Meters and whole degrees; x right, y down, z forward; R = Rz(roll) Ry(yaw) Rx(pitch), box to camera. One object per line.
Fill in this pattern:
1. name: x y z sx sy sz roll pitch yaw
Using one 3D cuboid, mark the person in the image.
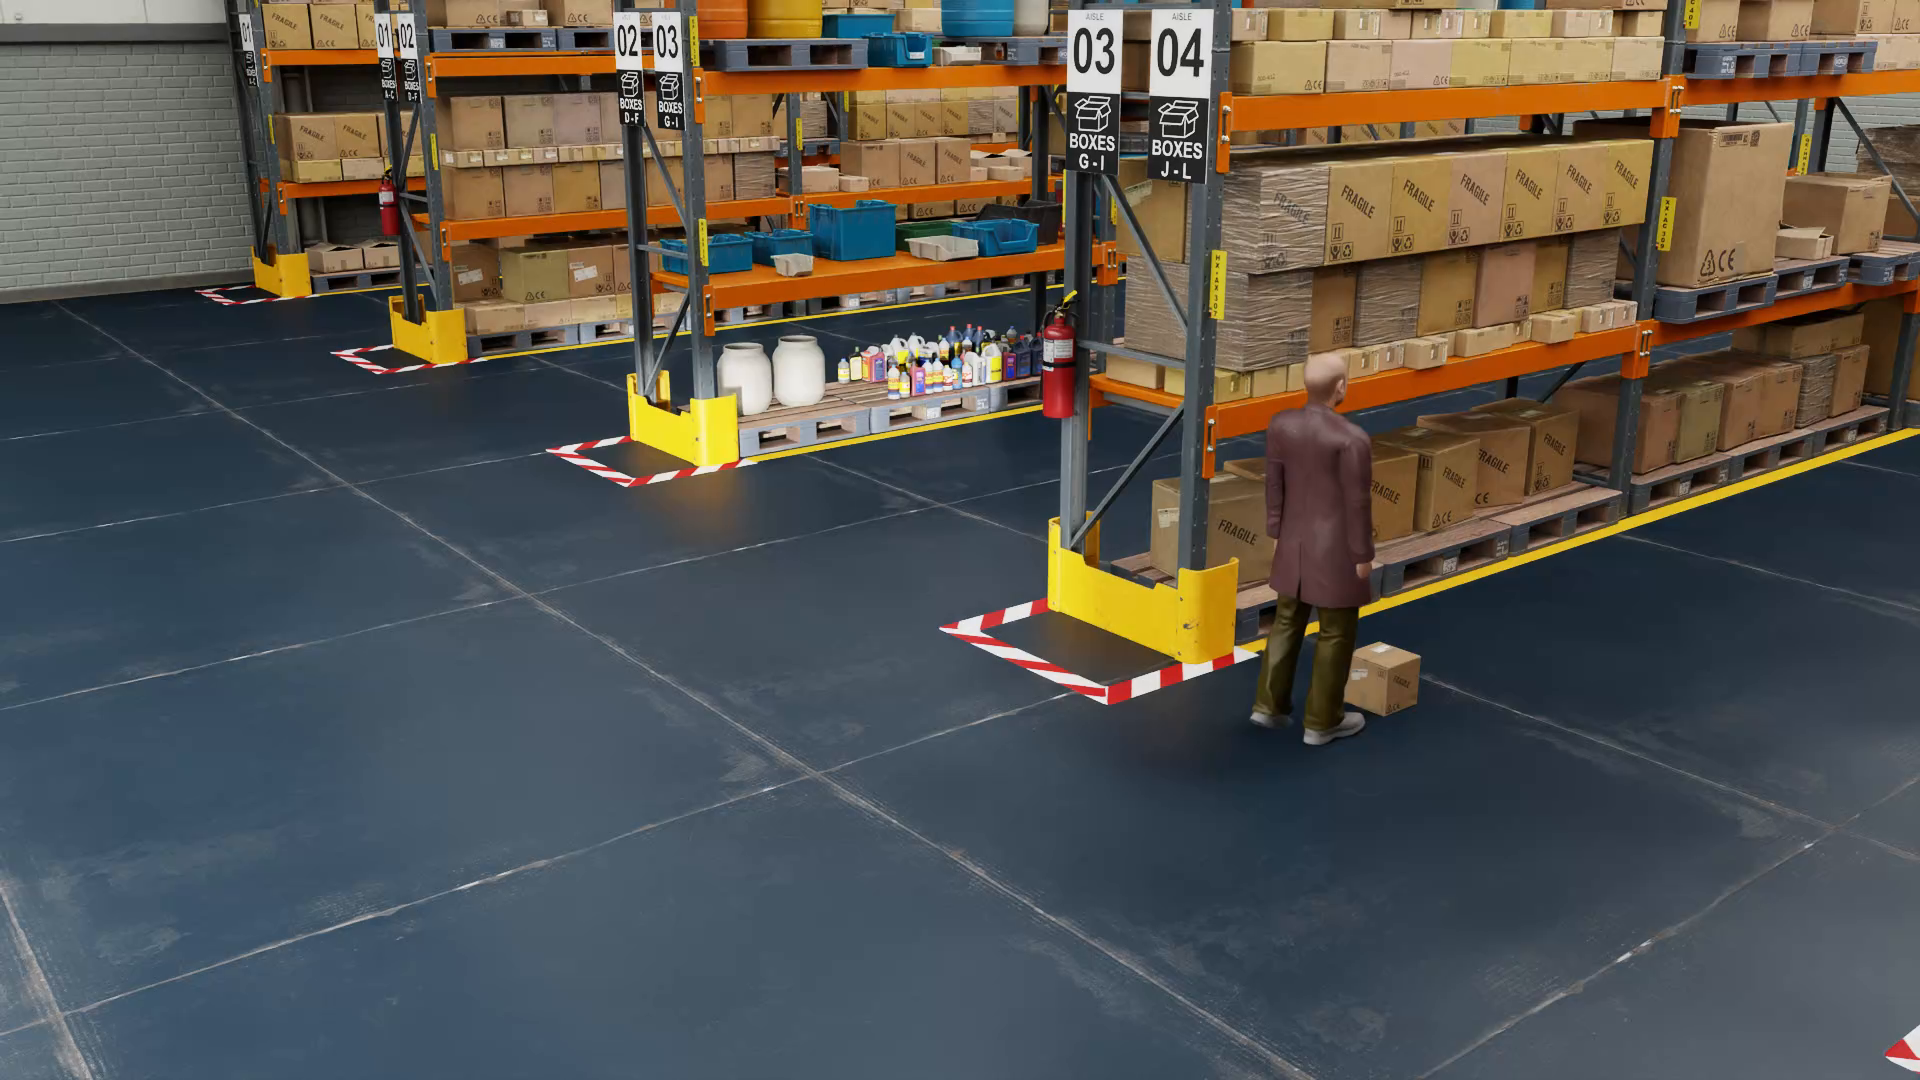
1. person: 1.611 0.077 7.469 0.479 1.862 0.574 -13 22 -36
